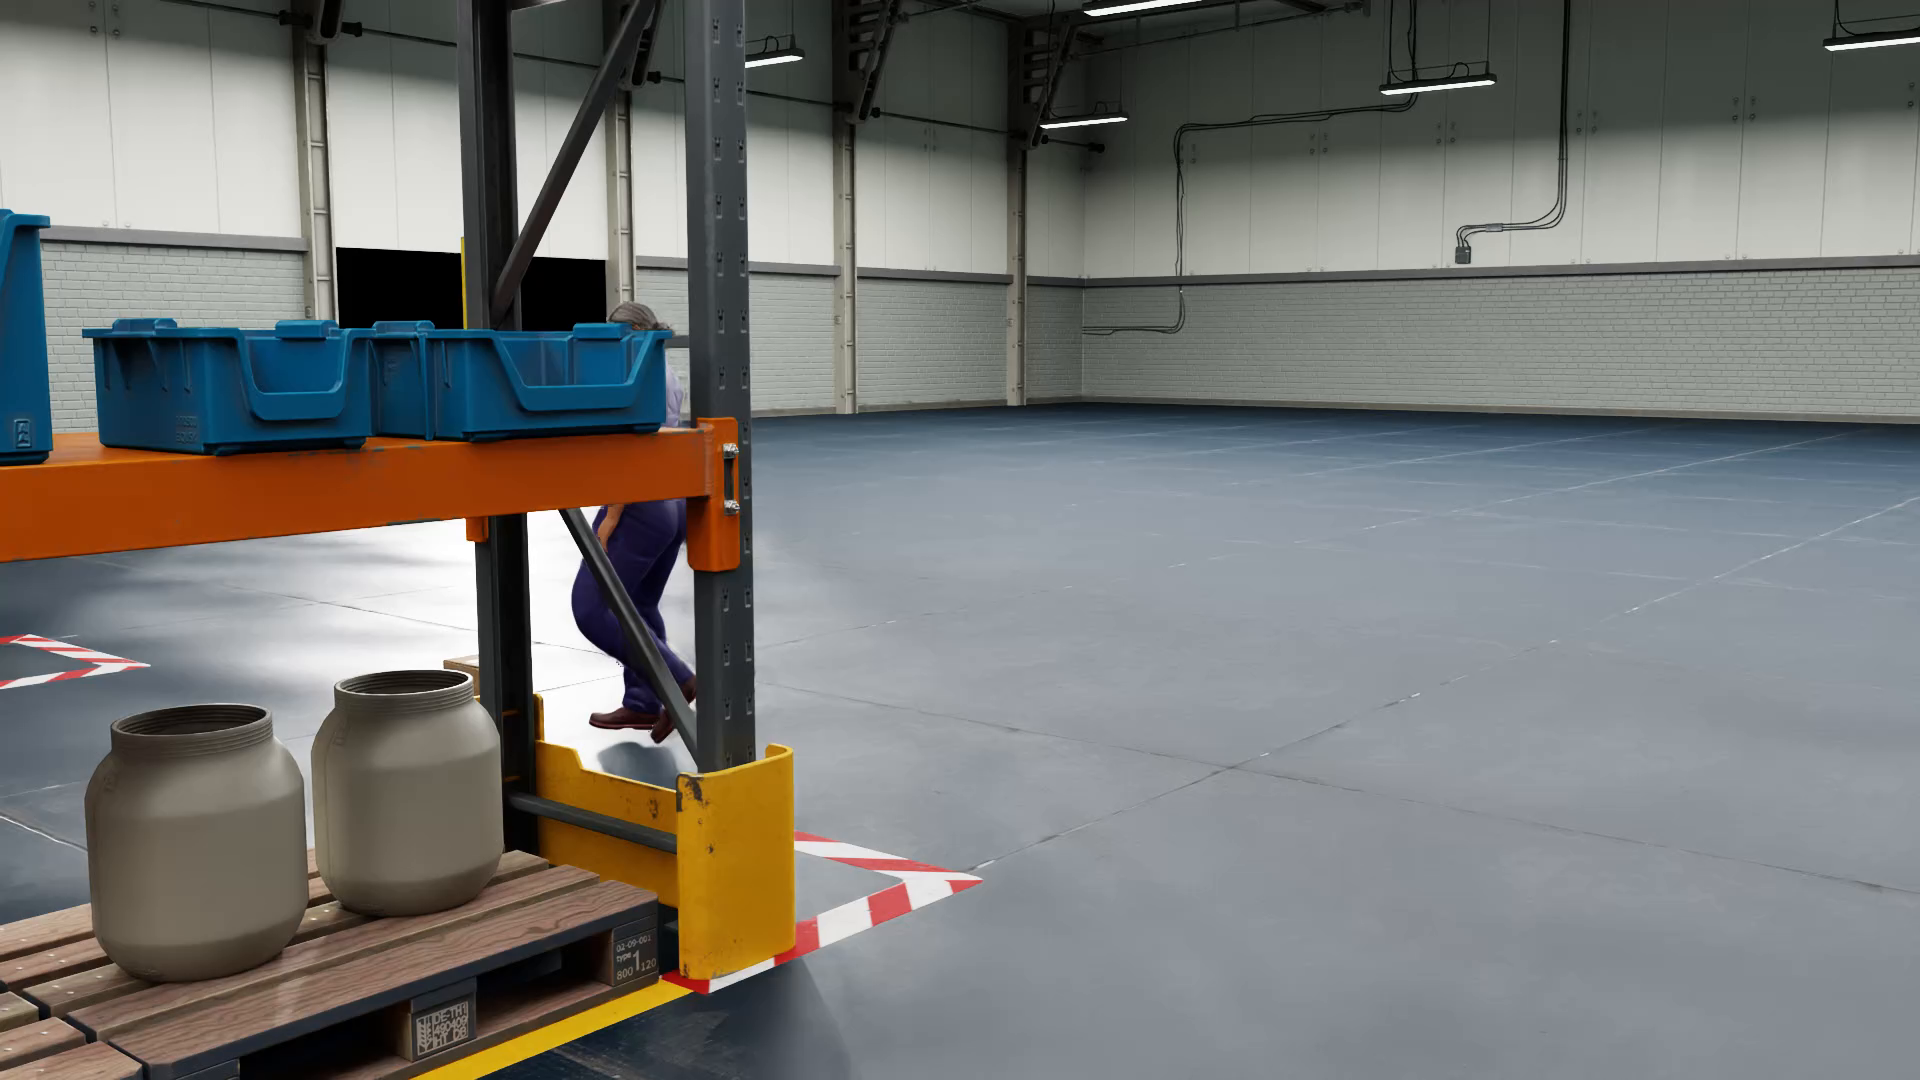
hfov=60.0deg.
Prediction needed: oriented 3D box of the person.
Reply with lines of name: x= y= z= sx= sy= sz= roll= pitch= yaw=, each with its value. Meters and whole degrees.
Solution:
person: x=-1.202 y=-0.062 z=6.238 sx=0.520 sy=1.623 sz=0.538 roll=1 pitch=7 yaw=6
